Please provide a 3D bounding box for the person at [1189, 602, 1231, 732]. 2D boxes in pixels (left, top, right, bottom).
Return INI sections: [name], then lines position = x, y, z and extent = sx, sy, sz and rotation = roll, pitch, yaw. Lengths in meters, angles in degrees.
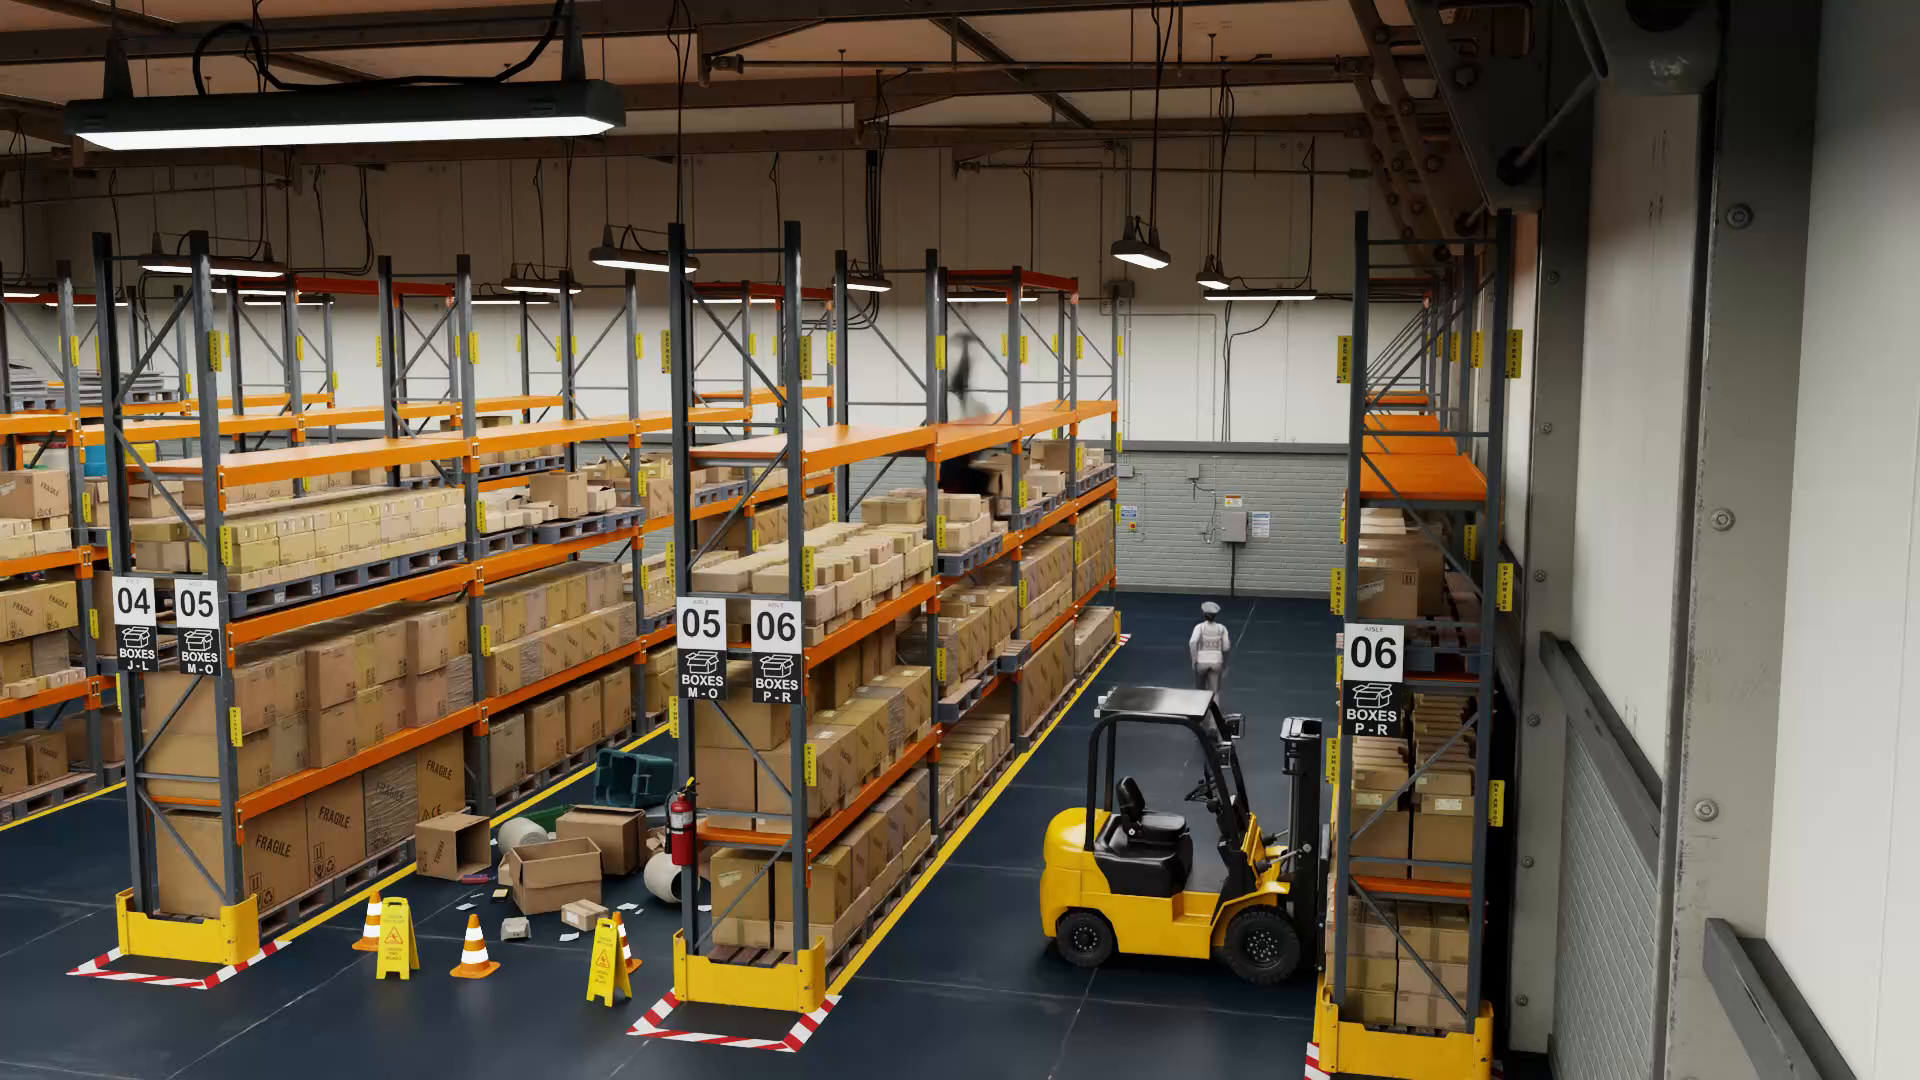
[person]
position = 3.265, 1.685, 21.775
extent = 0.552, 1.735, 0.801
rotation = 1, 7, 6
